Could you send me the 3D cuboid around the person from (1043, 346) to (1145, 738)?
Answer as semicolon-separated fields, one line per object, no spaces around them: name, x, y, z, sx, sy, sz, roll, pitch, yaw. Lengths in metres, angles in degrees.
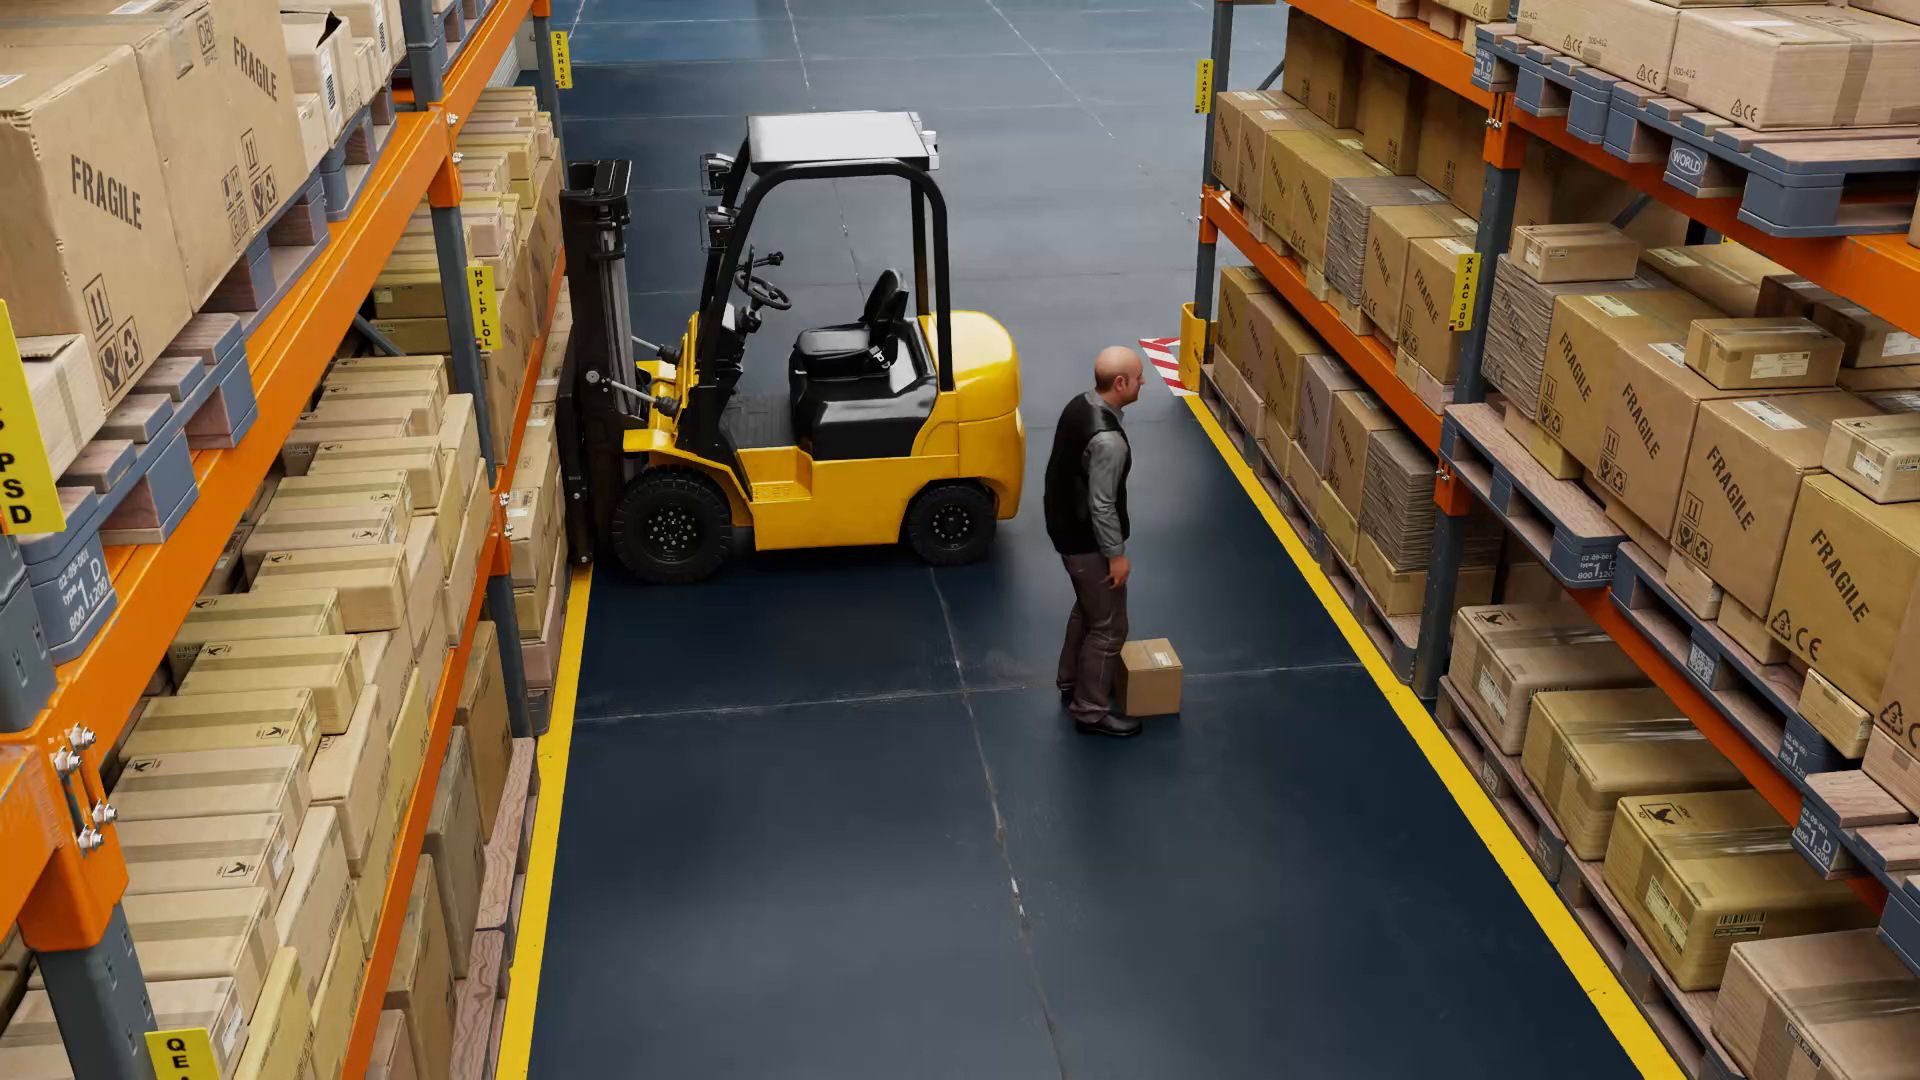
person;0.572;-0.007;7.157;0.420;1.721;0.581;-3;27;-7
